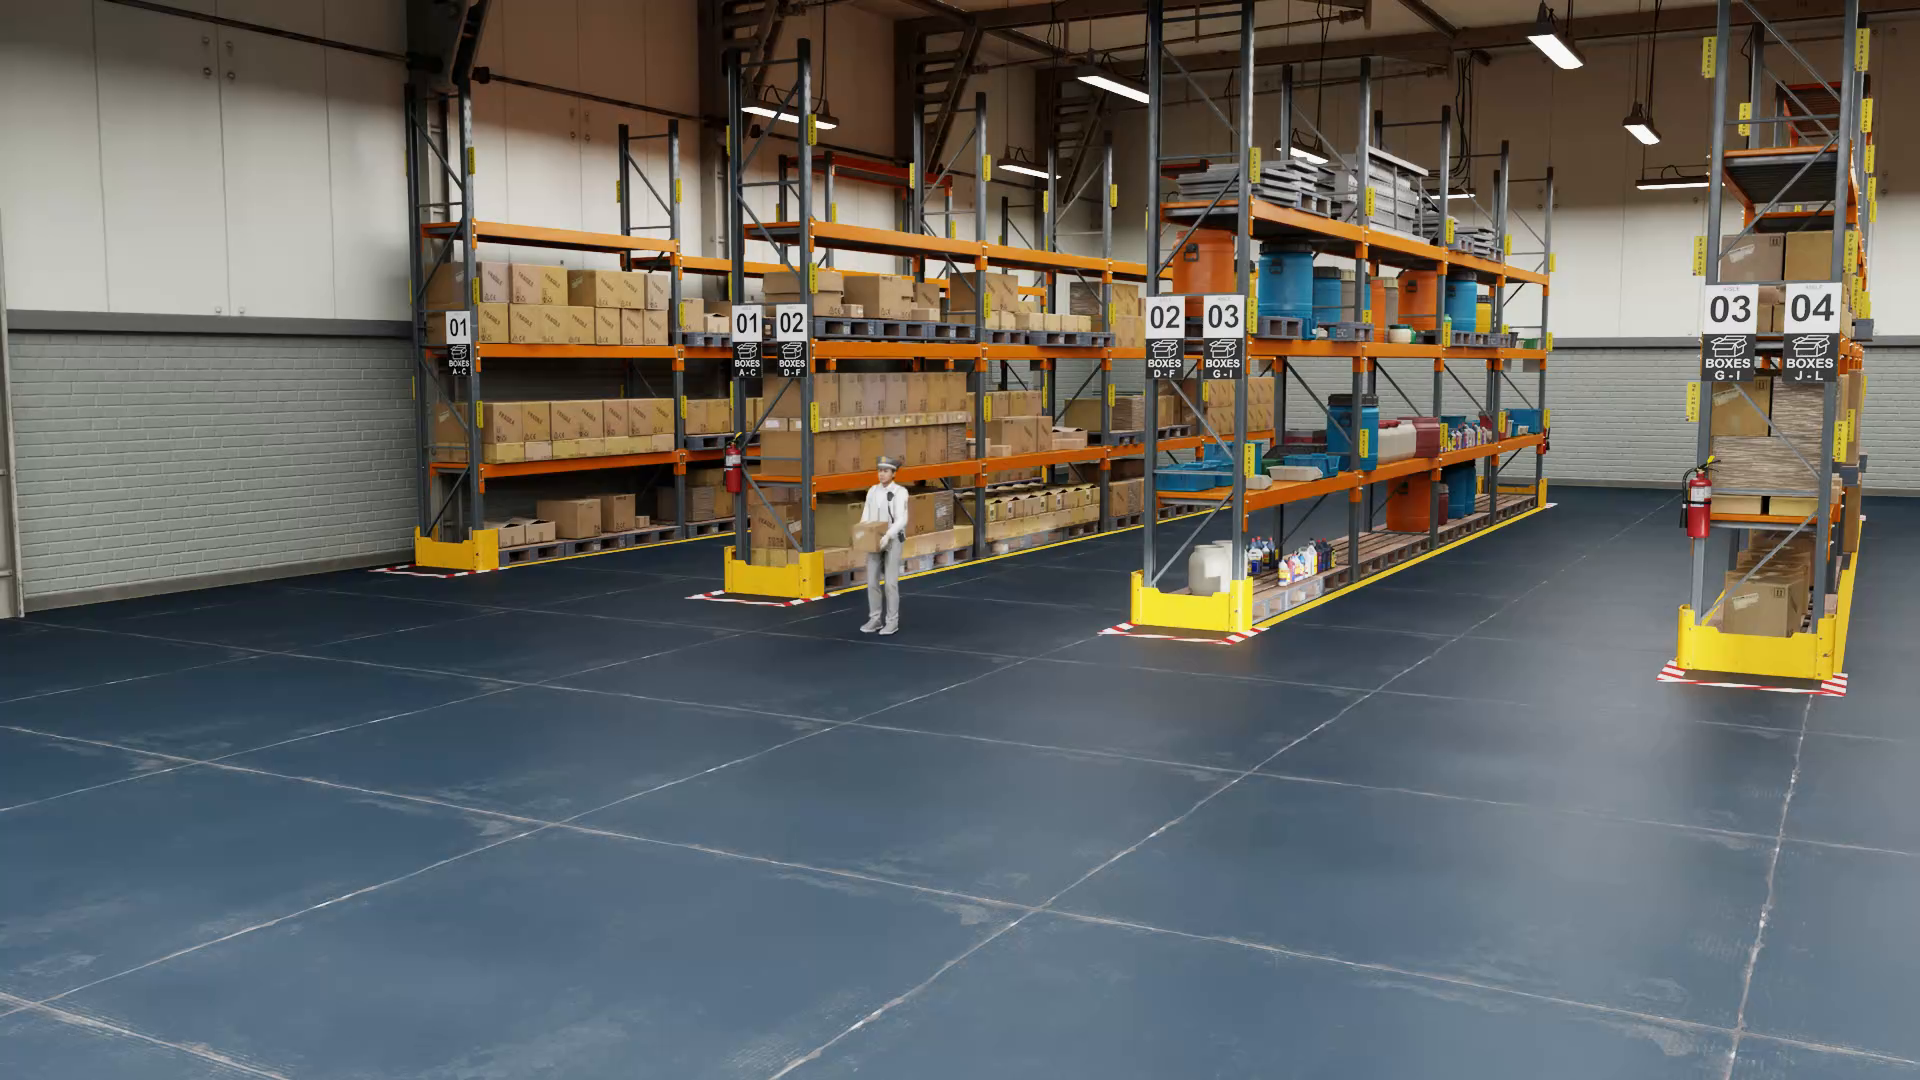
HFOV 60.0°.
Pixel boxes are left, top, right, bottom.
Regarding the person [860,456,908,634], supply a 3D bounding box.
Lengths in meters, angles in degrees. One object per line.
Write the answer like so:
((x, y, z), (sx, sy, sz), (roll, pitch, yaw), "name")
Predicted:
((-0.746, 0.042, 15.819), (0.489, 1.692, 0.489), (3, 7, 28), "person")
